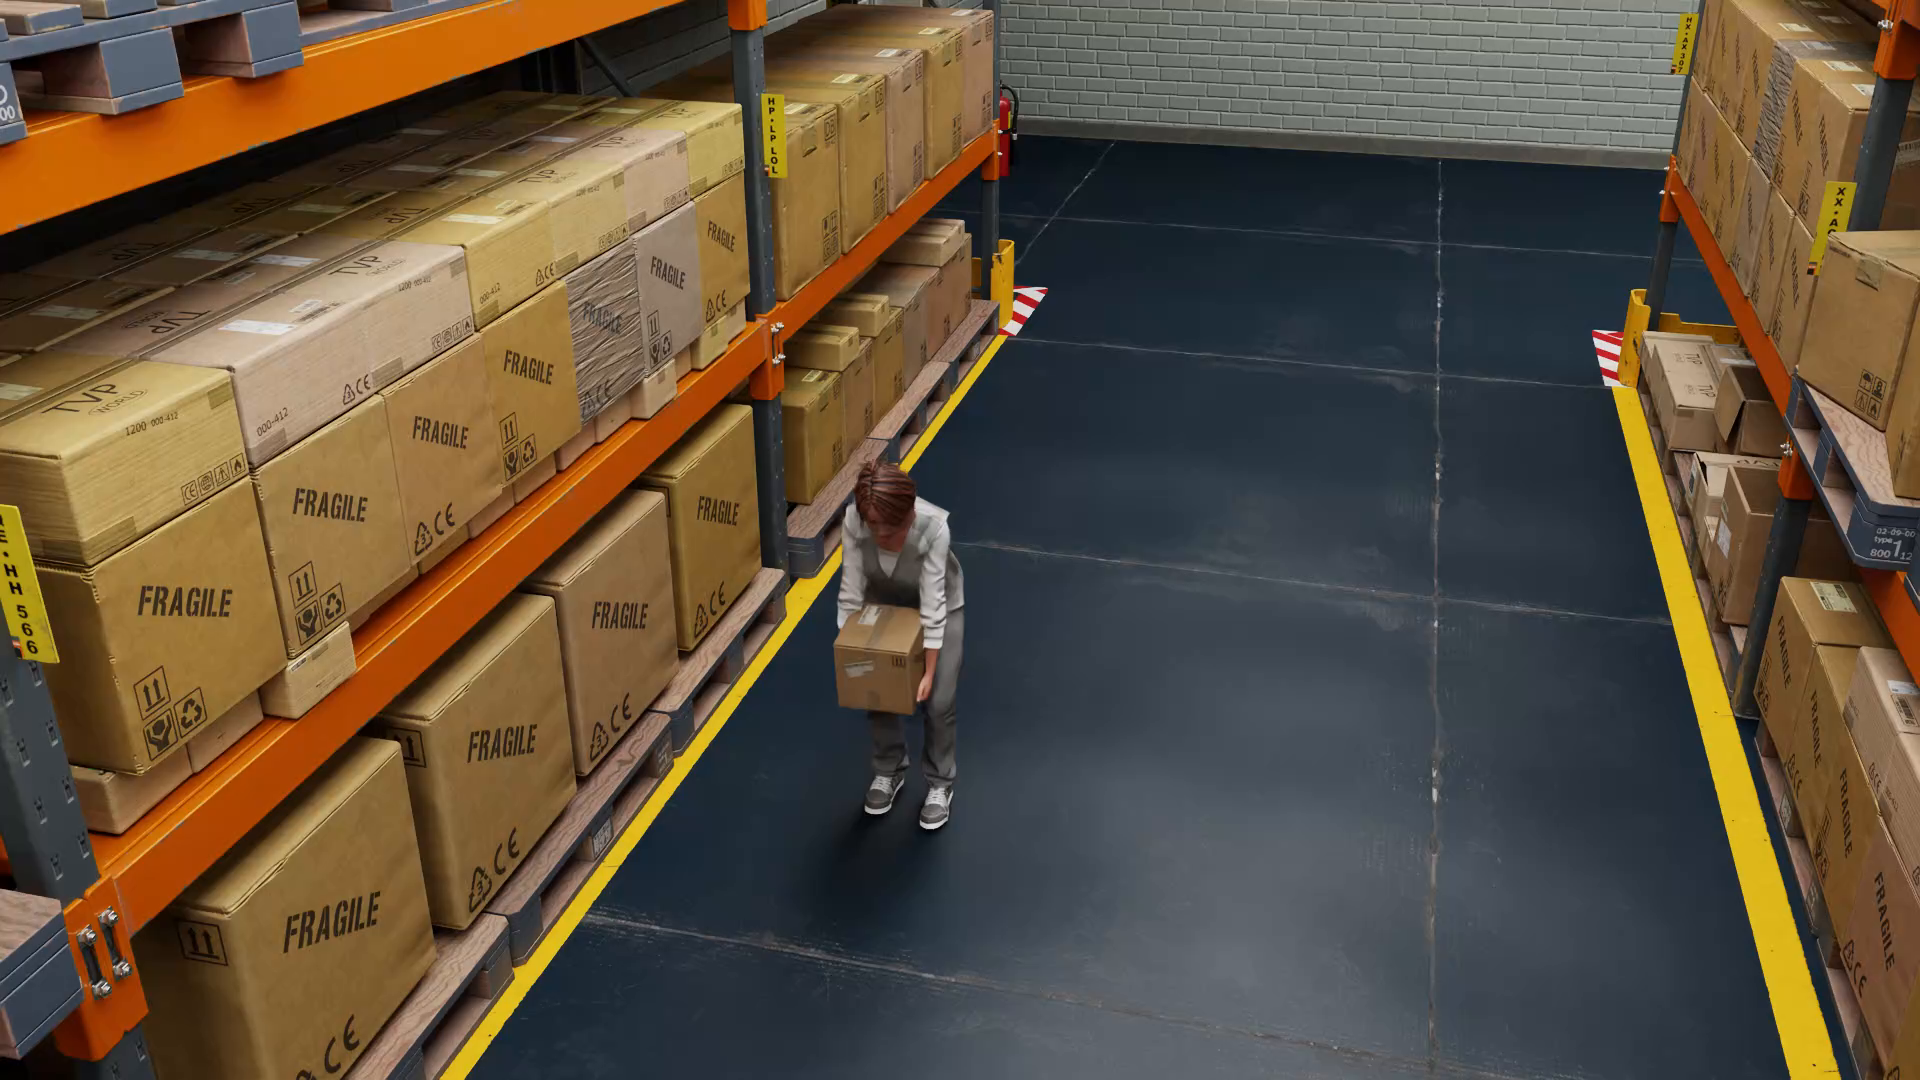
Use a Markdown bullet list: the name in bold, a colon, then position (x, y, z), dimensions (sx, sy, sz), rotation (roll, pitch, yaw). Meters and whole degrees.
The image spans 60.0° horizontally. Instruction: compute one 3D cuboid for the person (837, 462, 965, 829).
- **person**: position (-0.198, 0.337, 5.588), dimensions (0.379, 1.459, 0.645), rotation (6, 26, 13)
